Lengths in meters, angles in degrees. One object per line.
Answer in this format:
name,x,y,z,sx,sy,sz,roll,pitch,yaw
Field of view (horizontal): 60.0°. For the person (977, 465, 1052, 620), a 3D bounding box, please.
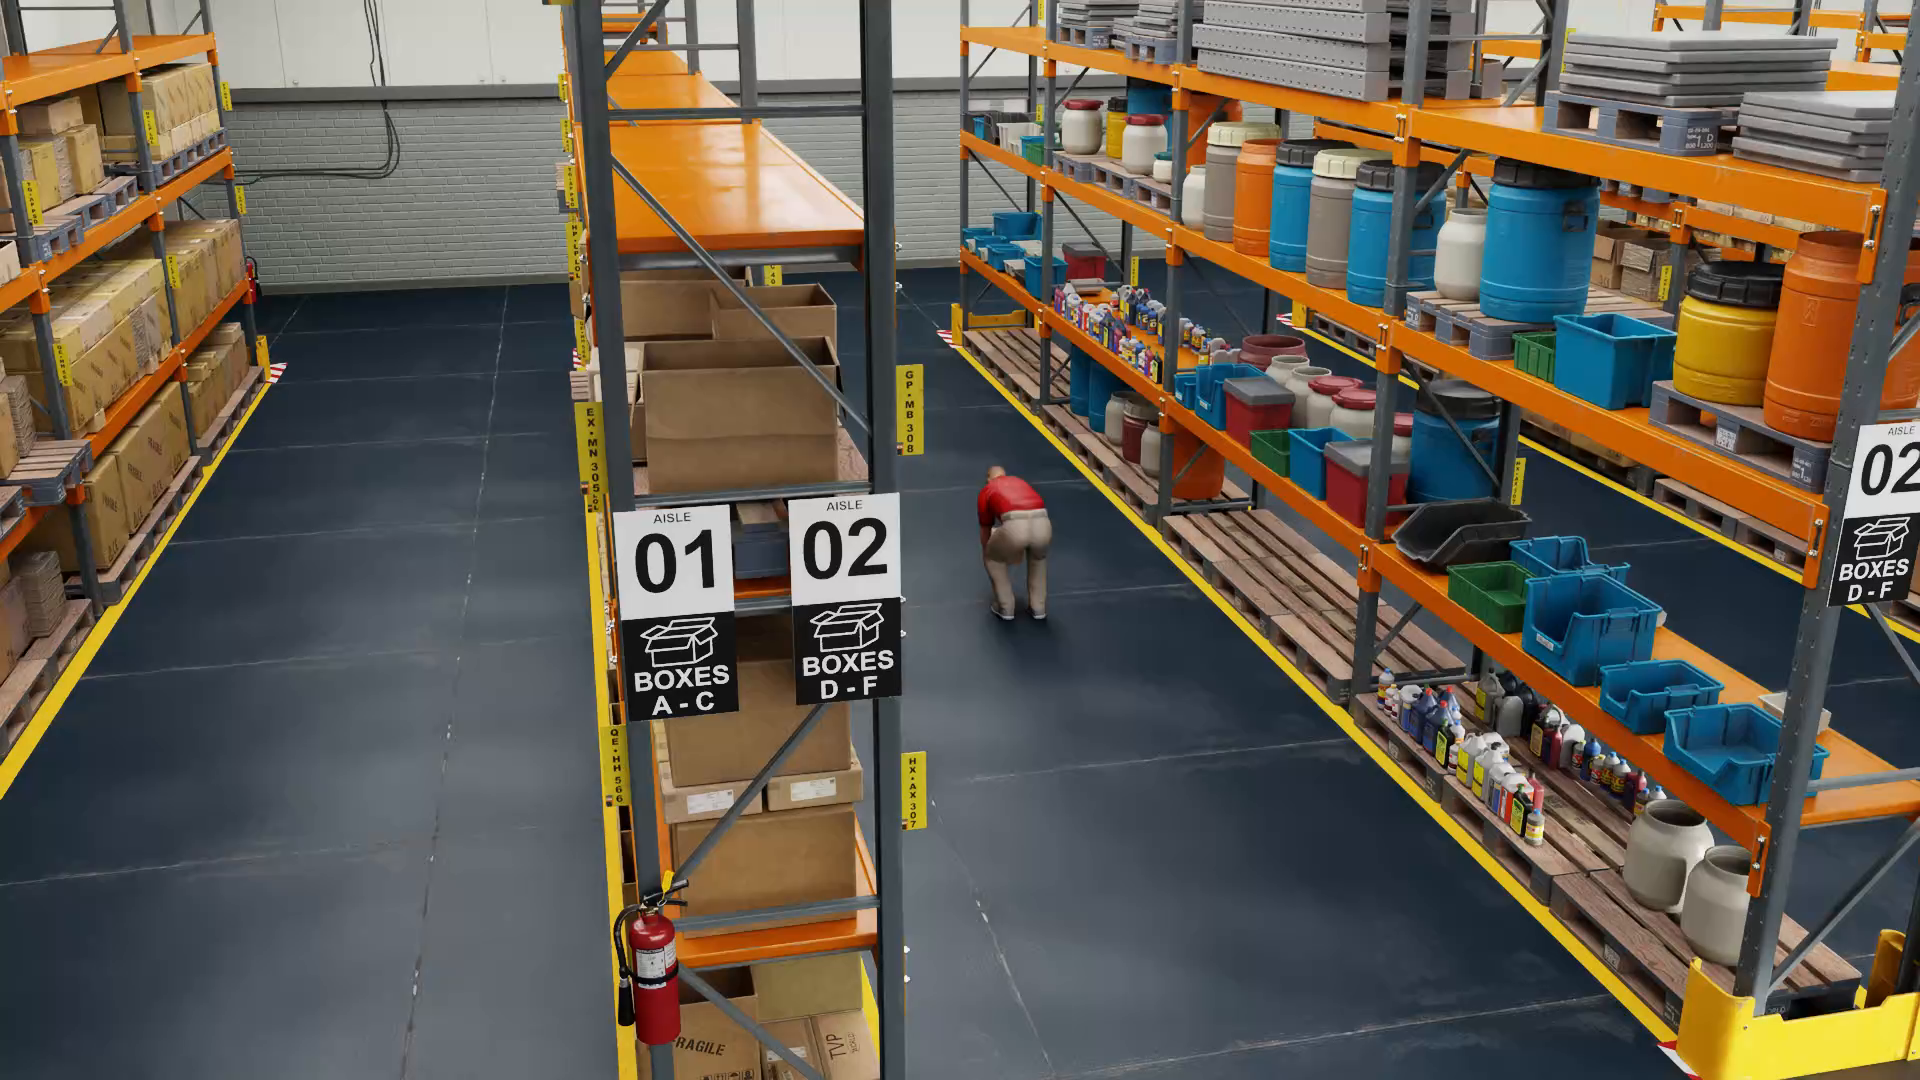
person,0.427,0.034,13.284,0.515,1.083,0.942,-5,20,-15
